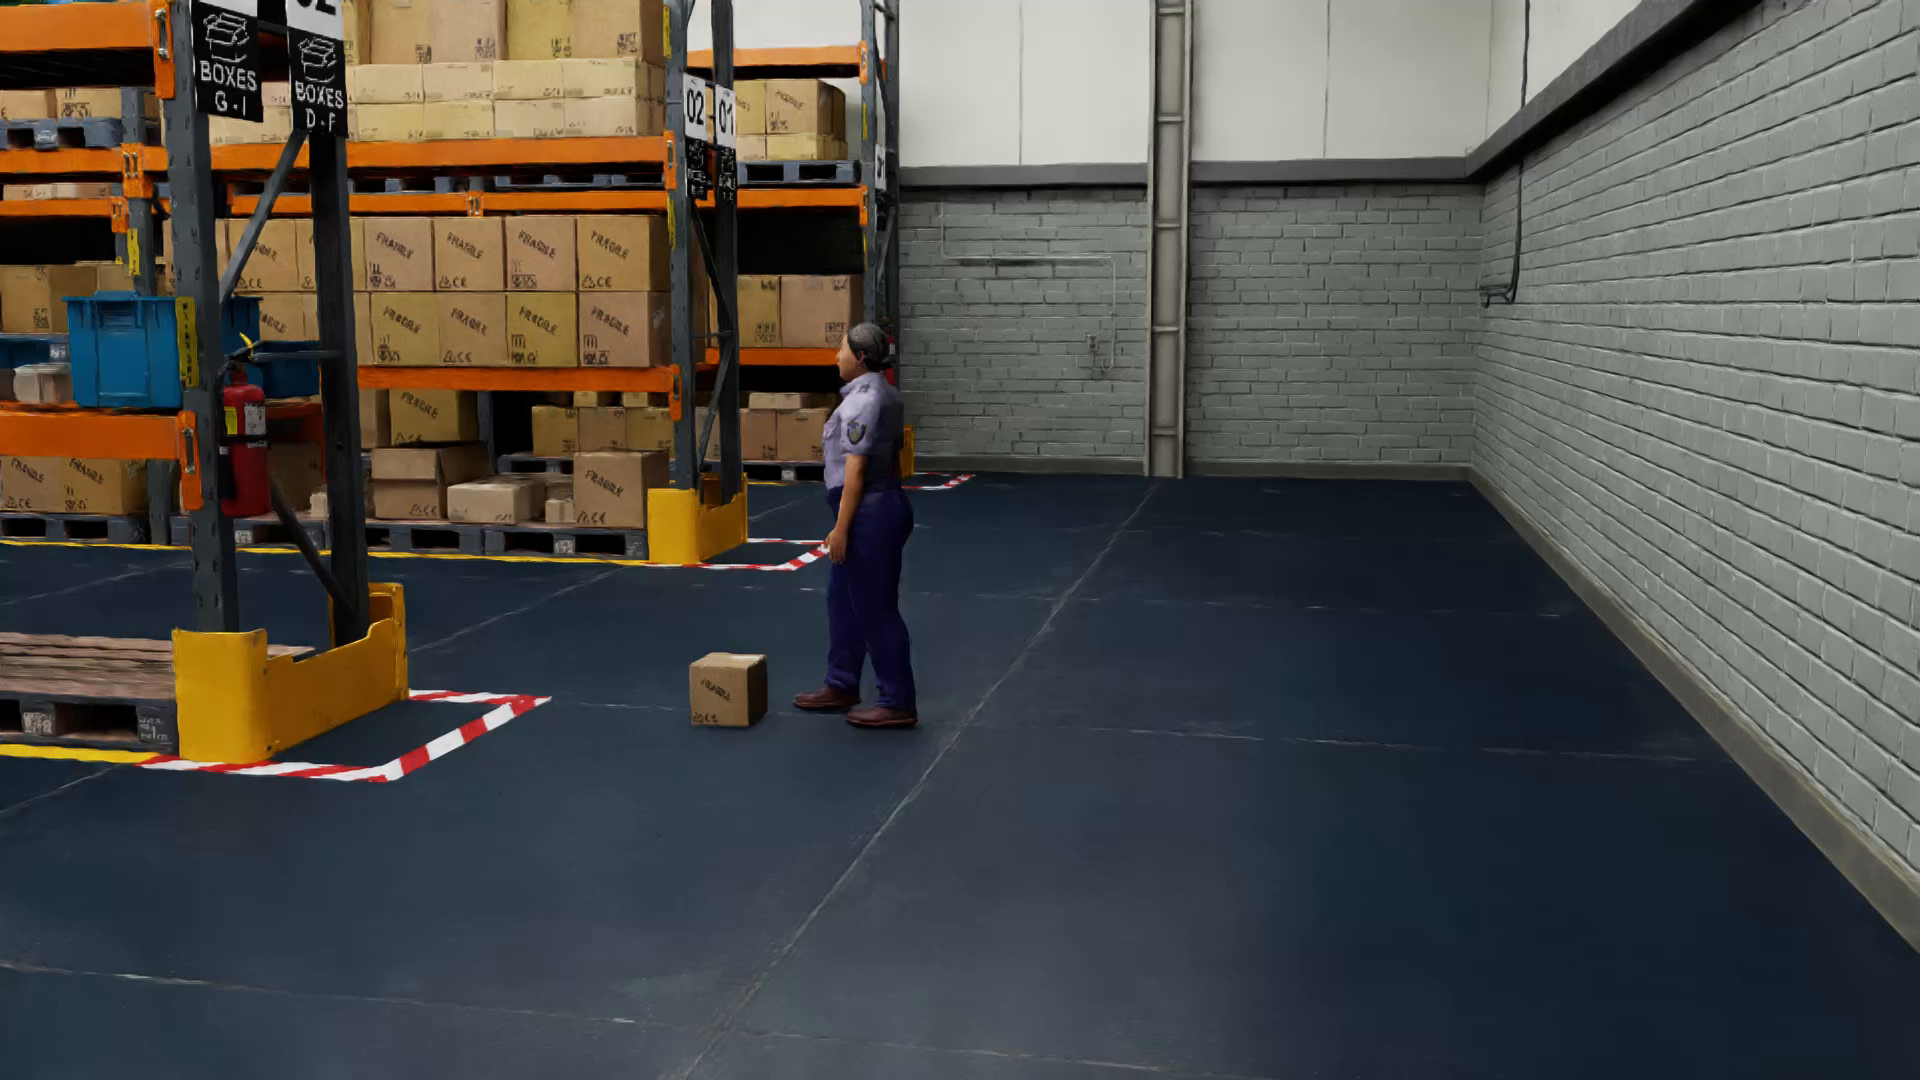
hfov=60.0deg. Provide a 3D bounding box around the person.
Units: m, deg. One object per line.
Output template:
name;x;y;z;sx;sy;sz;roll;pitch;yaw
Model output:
person;-0.456;-0.060;6.811;0.586;1.627;0.509;1;8;9
